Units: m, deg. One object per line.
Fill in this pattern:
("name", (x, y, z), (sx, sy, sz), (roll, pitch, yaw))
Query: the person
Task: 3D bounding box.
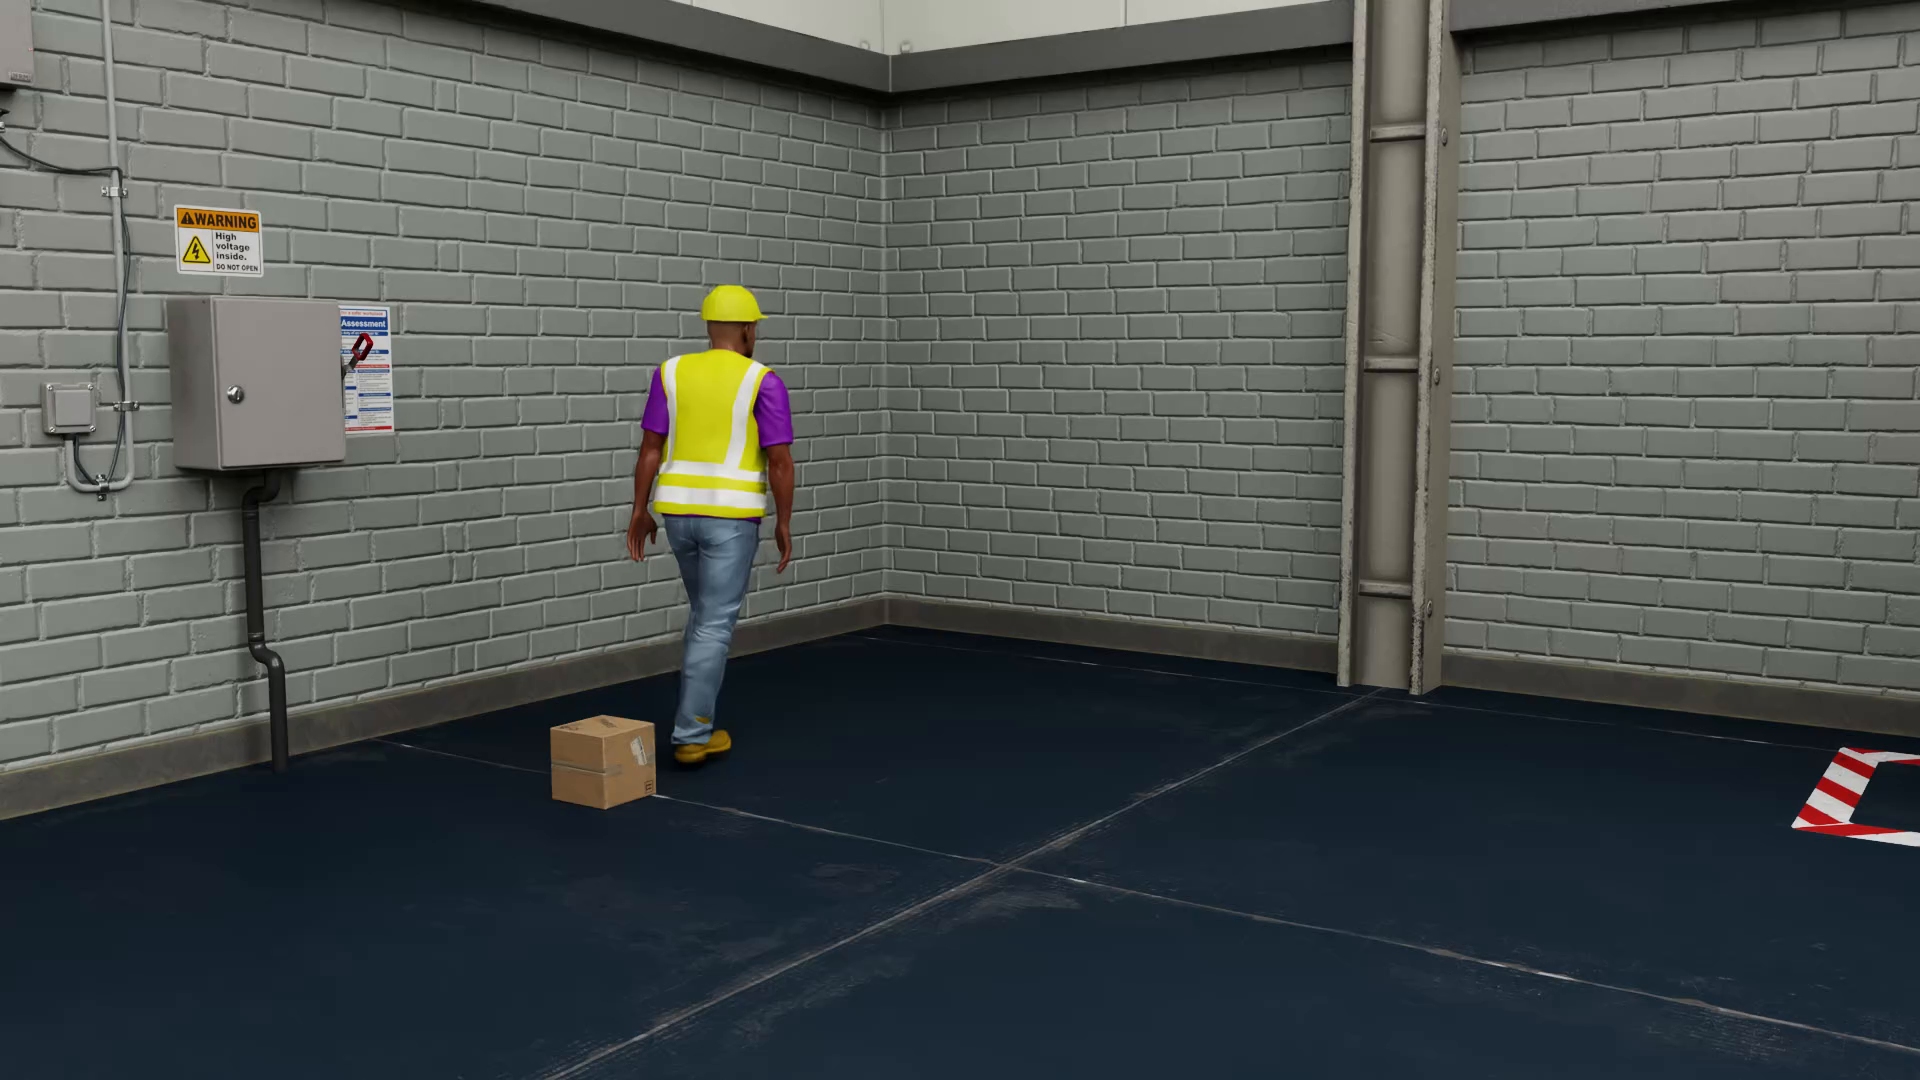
("person", (-0.918, -0.053, 6.199), (0.607, 1.785, 0.561), (3, 7, 22))
